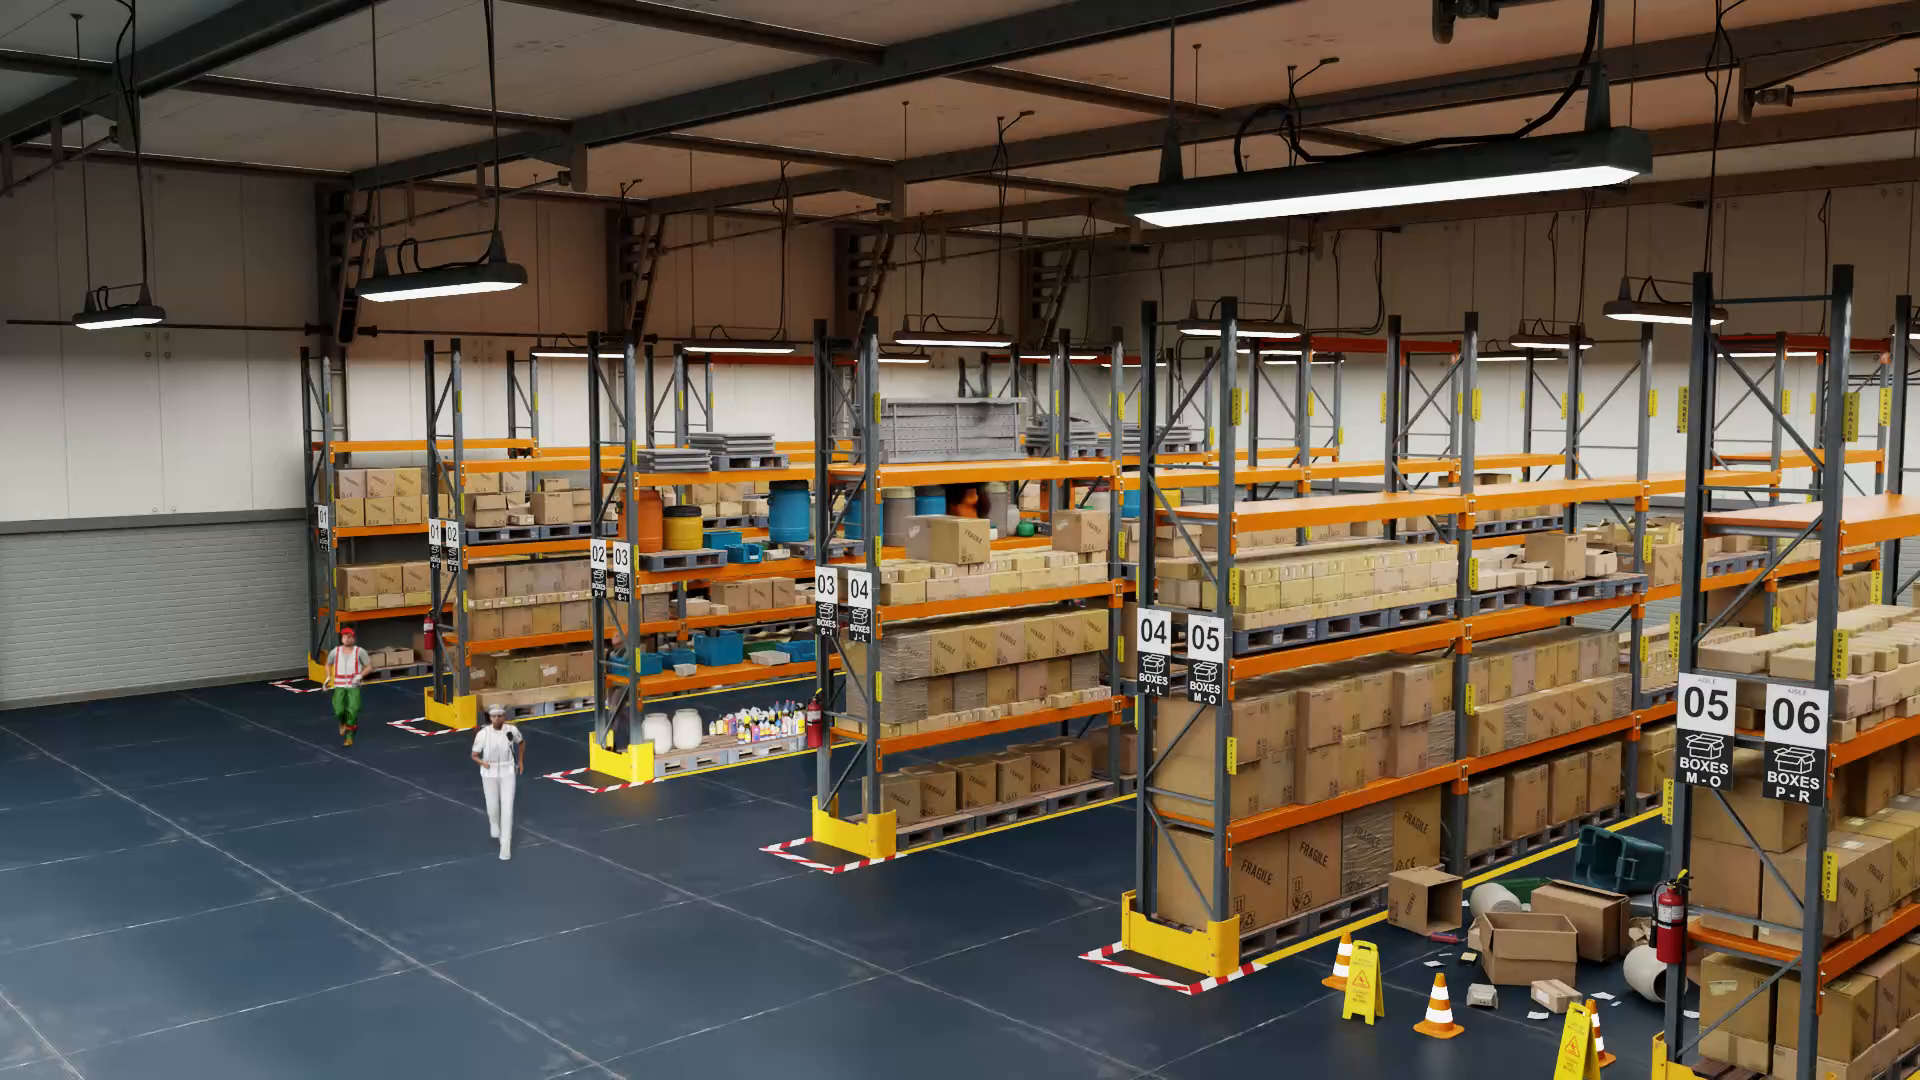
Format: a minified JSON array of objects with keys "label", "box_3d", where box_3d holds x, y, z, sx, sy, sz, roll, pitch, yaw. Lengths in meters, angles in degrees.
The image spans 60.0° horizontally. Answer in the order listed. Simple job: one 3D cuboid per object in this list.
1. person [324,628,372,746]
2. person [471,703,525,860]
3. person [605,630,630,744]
[{"label":"person","box_3d":[-8.987,2.157,24.408,0.672,1.740,0.596,-1,5,-12]},{"label":"person","box_3d":[-5.199,2.669,18.748,0.597,1.692,0.931,-1,5,-16]},{"label":"person","box_3d":[-4.962,2.156,24.113,0.662,1.711,0.934,4,6,38]}]
